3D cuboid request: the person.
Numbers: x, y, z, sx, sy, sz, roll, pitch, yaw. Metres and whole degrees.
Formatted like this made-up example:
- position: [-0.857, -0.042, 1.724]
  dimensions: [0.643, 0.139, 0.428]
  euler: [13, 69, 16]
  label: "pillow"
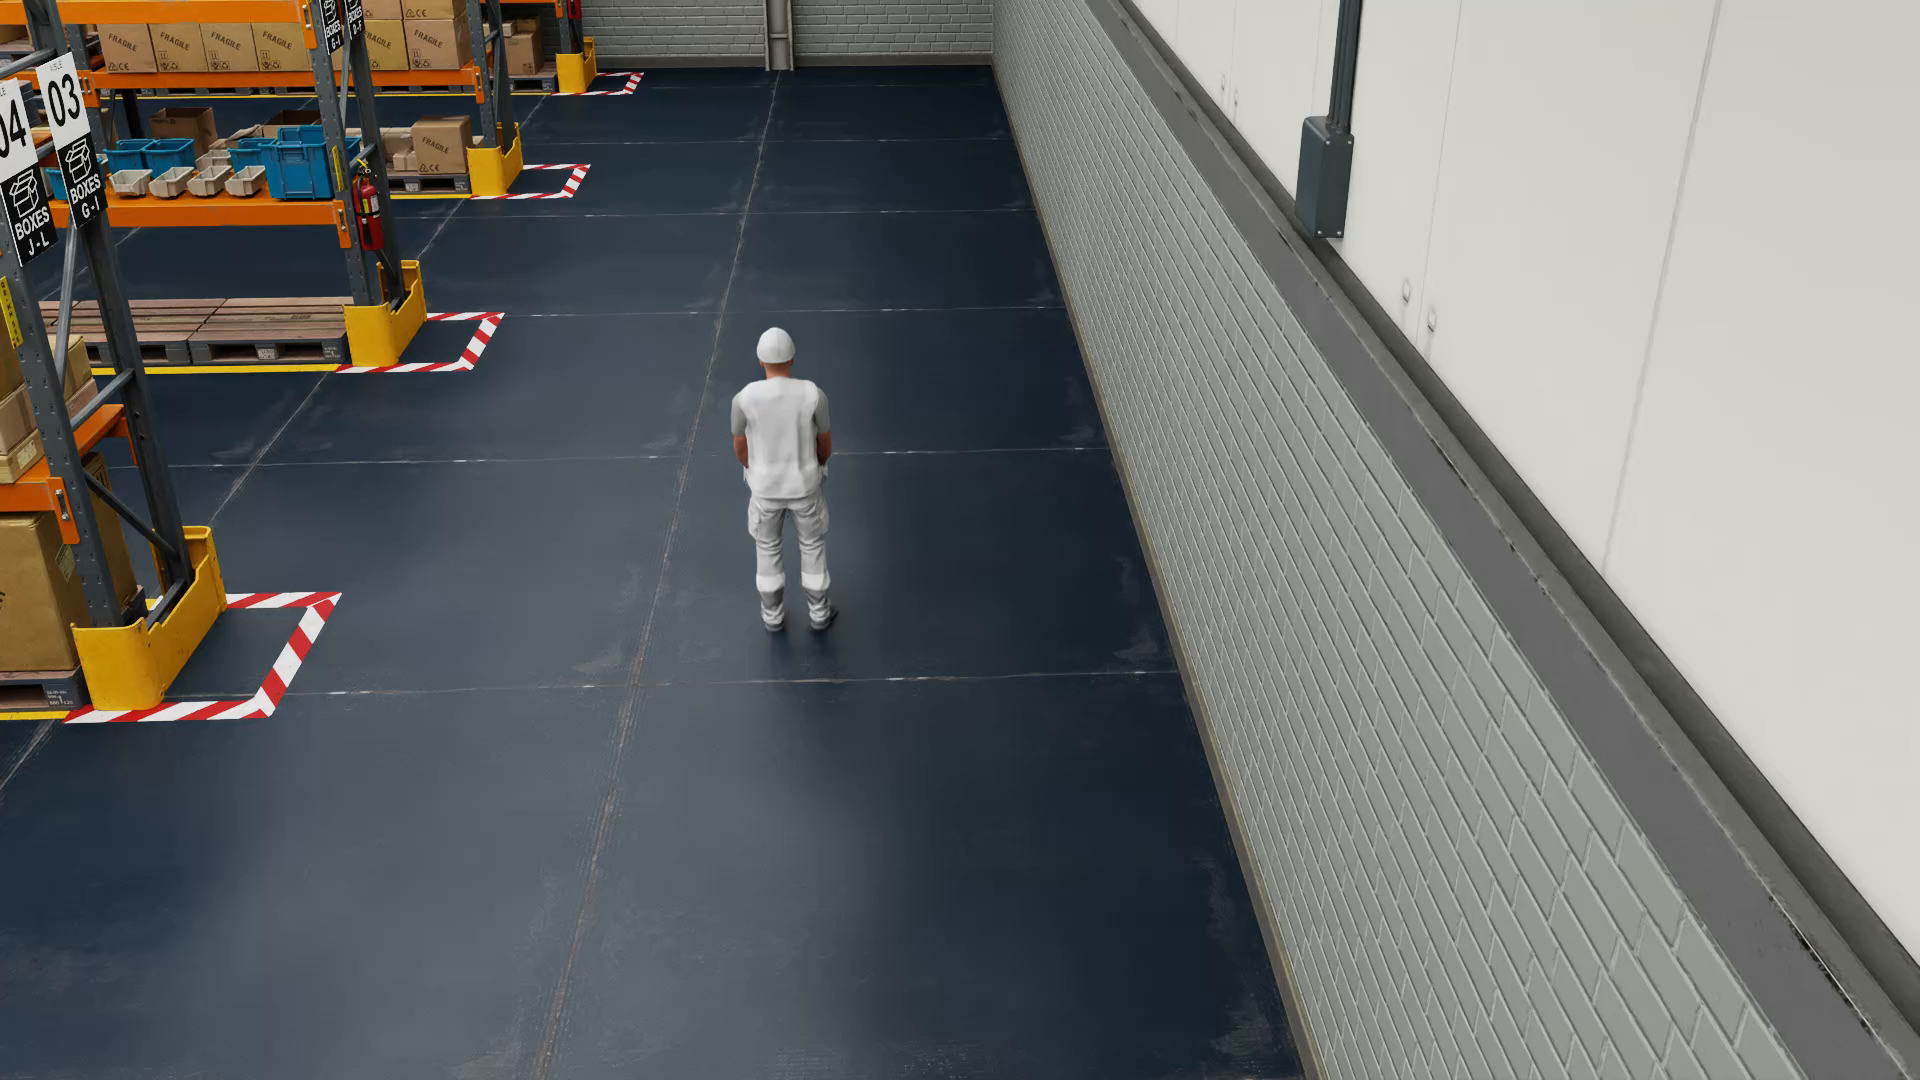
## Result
- position: [-0.972, -0.319, 9.210]
  dimensions: [0.539, 1.789, 0.437]
  euler: [-2, 27, -4]
  label: "person"
